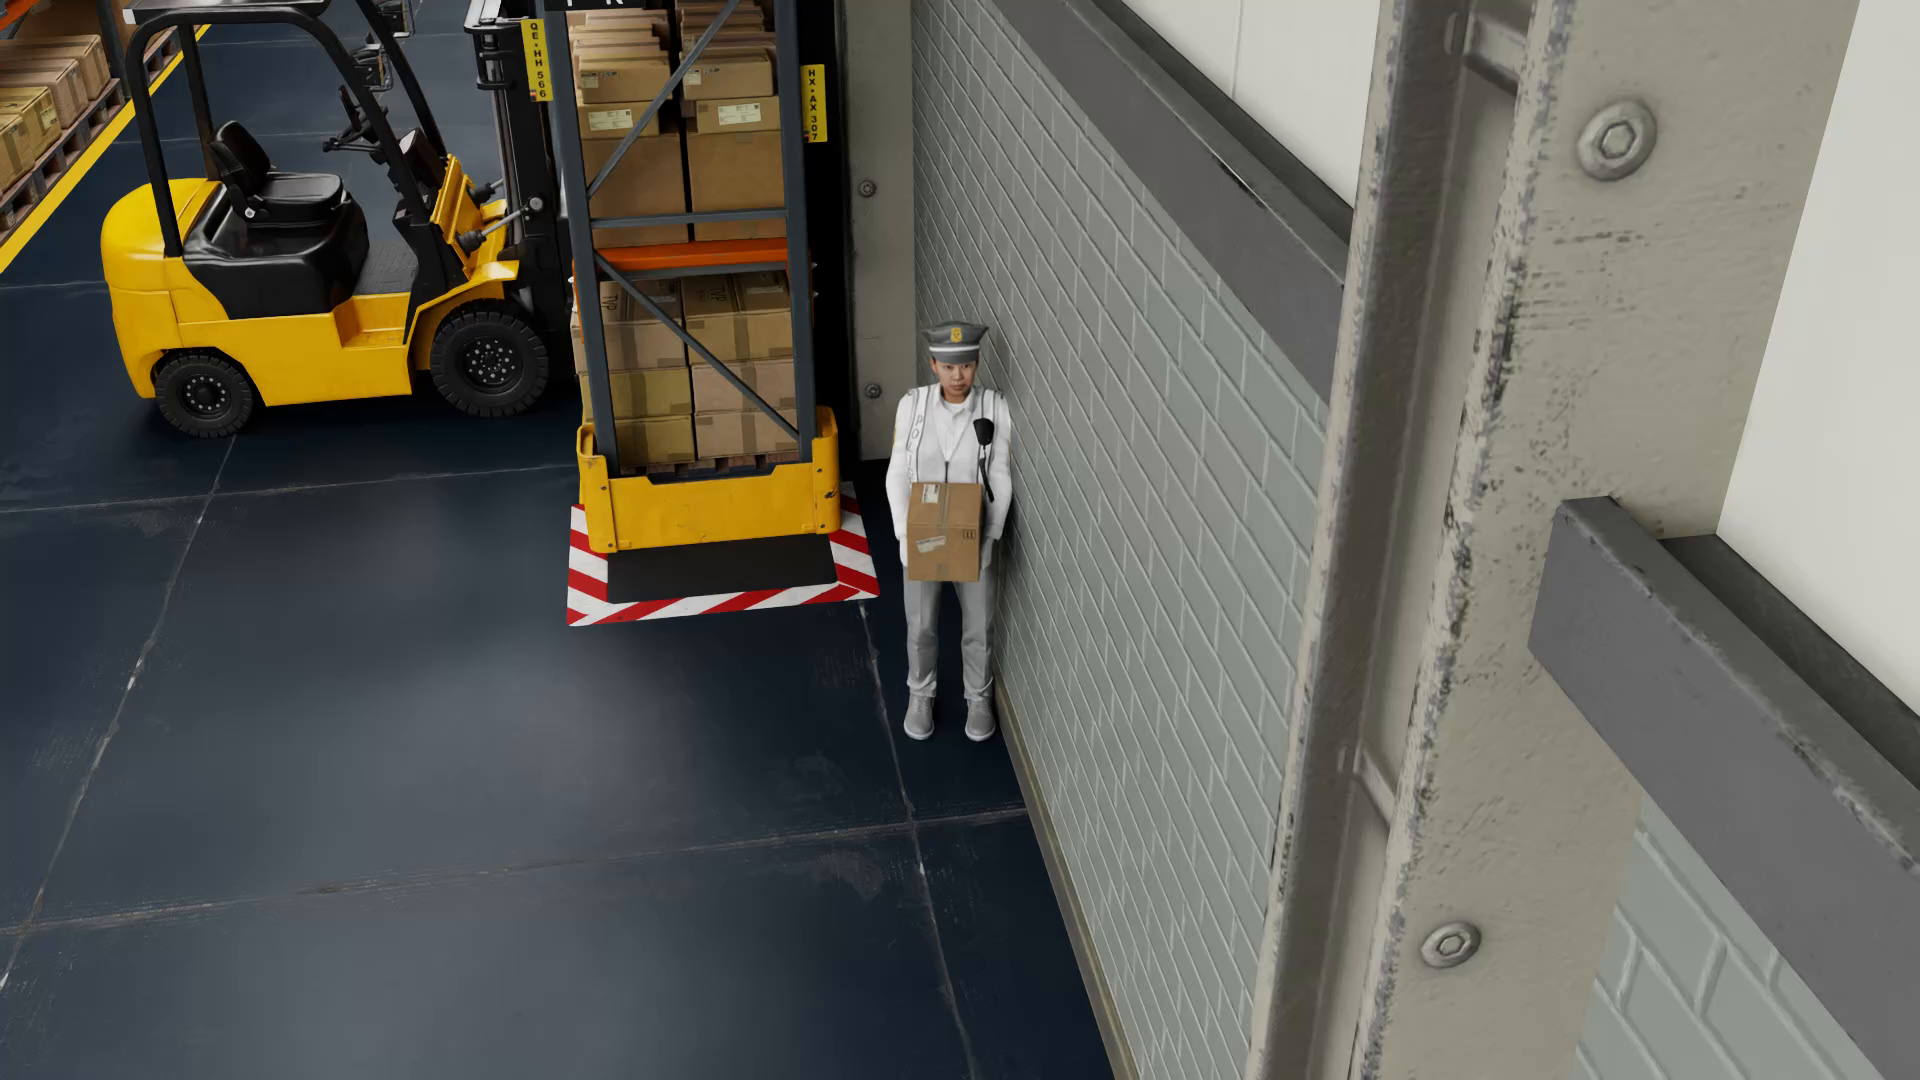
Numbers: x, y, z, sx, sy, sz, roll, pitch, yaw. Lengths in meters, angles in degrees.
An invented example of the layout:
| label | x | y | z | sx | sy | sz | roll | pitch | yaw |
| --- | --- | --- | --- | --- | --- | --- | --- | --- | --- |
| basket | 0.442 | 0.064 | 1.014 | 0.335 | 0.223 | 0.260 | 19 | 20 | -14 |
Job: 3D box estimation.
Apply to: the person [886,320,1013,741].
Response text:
| label | x | y | z | sx | sy | sz | roll | pitch | yaw |
| --- | --- | --- | --- | --- | --- | --- | --- | --- | --- |
| person | -0.040 | 0.013 | 6.090 | 0.458 | 1.689 | 0.547 | 2 | 31 | 3 |
